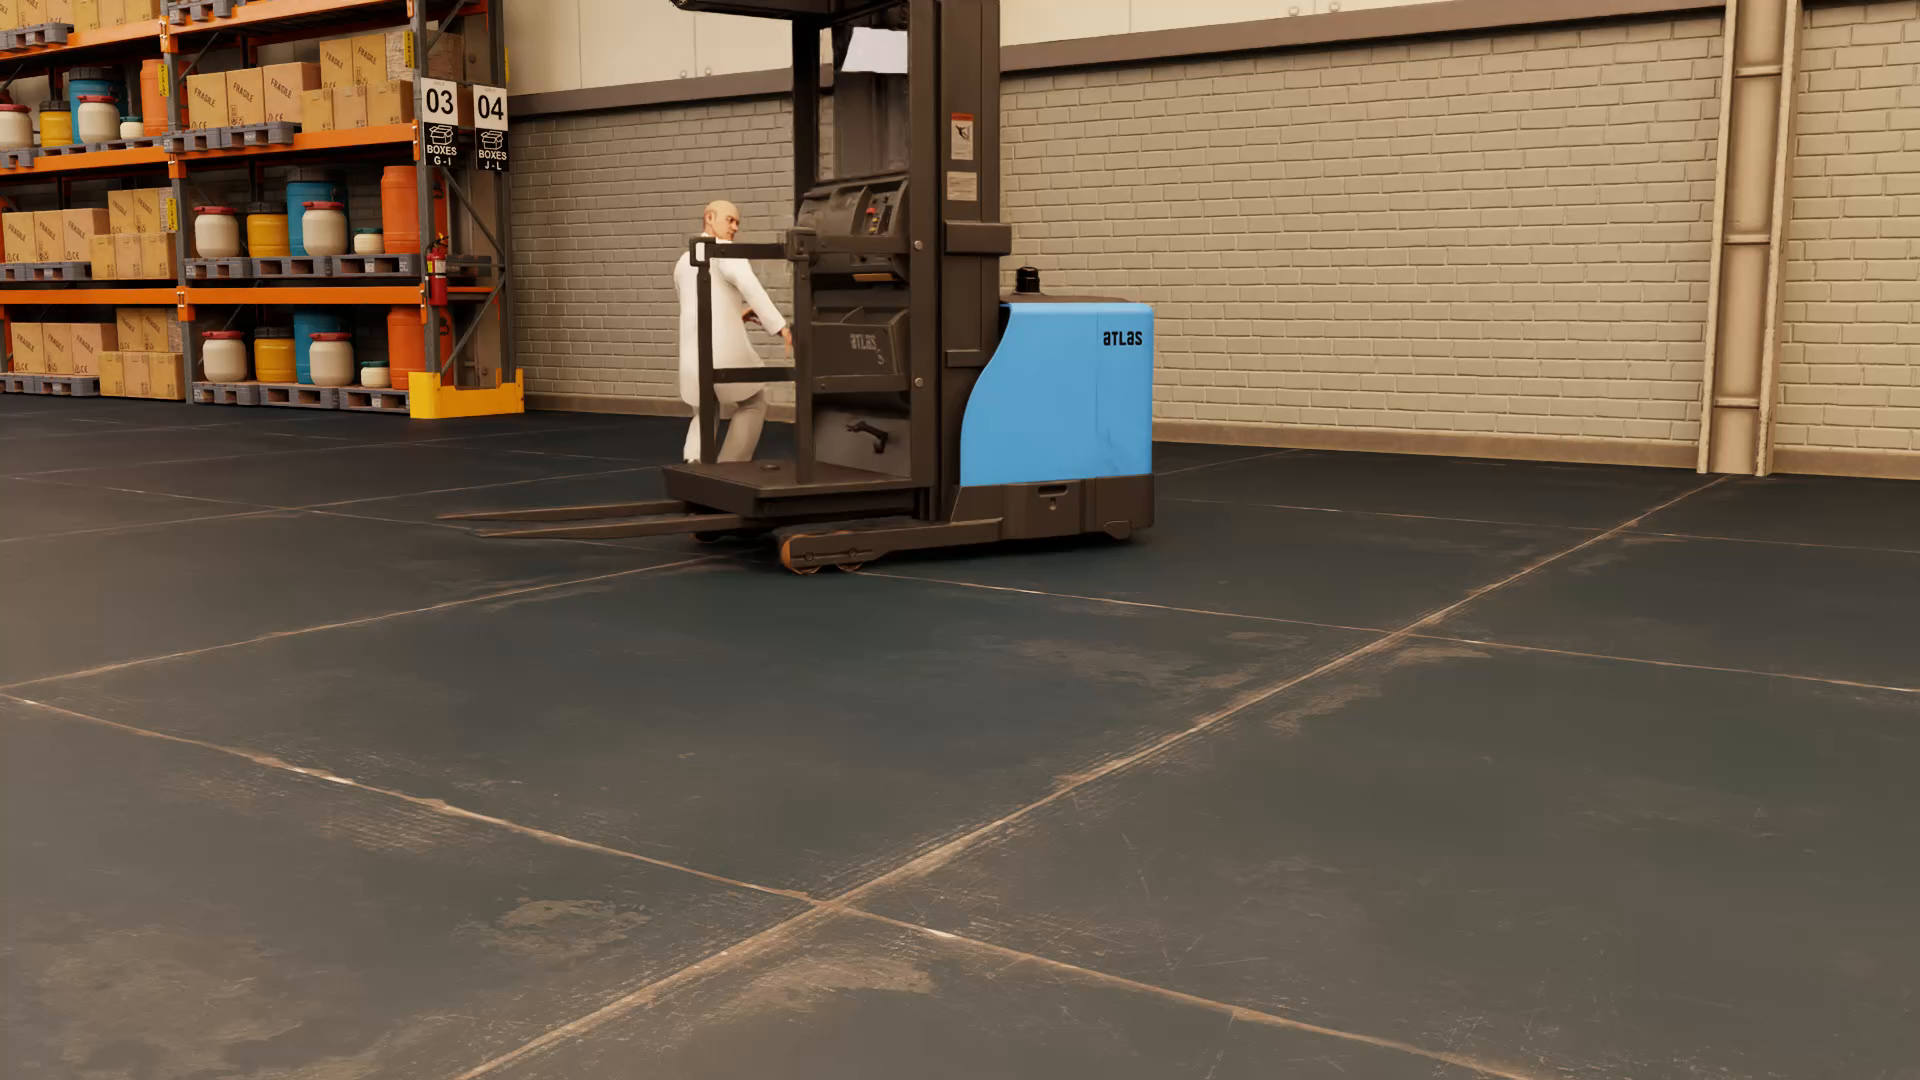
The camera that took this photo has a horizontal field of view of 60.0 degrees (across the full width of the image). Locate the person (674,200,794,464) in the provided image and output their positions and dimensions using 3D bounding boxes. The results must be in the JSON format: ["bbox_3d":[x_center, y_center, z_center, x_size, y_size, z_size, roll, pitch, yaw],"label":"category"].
[{"bbox_3d":[-1.223,-1.053,9.252,0.926,1.641,0.911,5,9,30],"label":"person"}]

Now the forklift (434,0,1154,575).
[{"bbox_3d":[-0.647,-1.395,7.002,3.031,2.935,1.130,-5,9,-31],"label":"forklift"}]
